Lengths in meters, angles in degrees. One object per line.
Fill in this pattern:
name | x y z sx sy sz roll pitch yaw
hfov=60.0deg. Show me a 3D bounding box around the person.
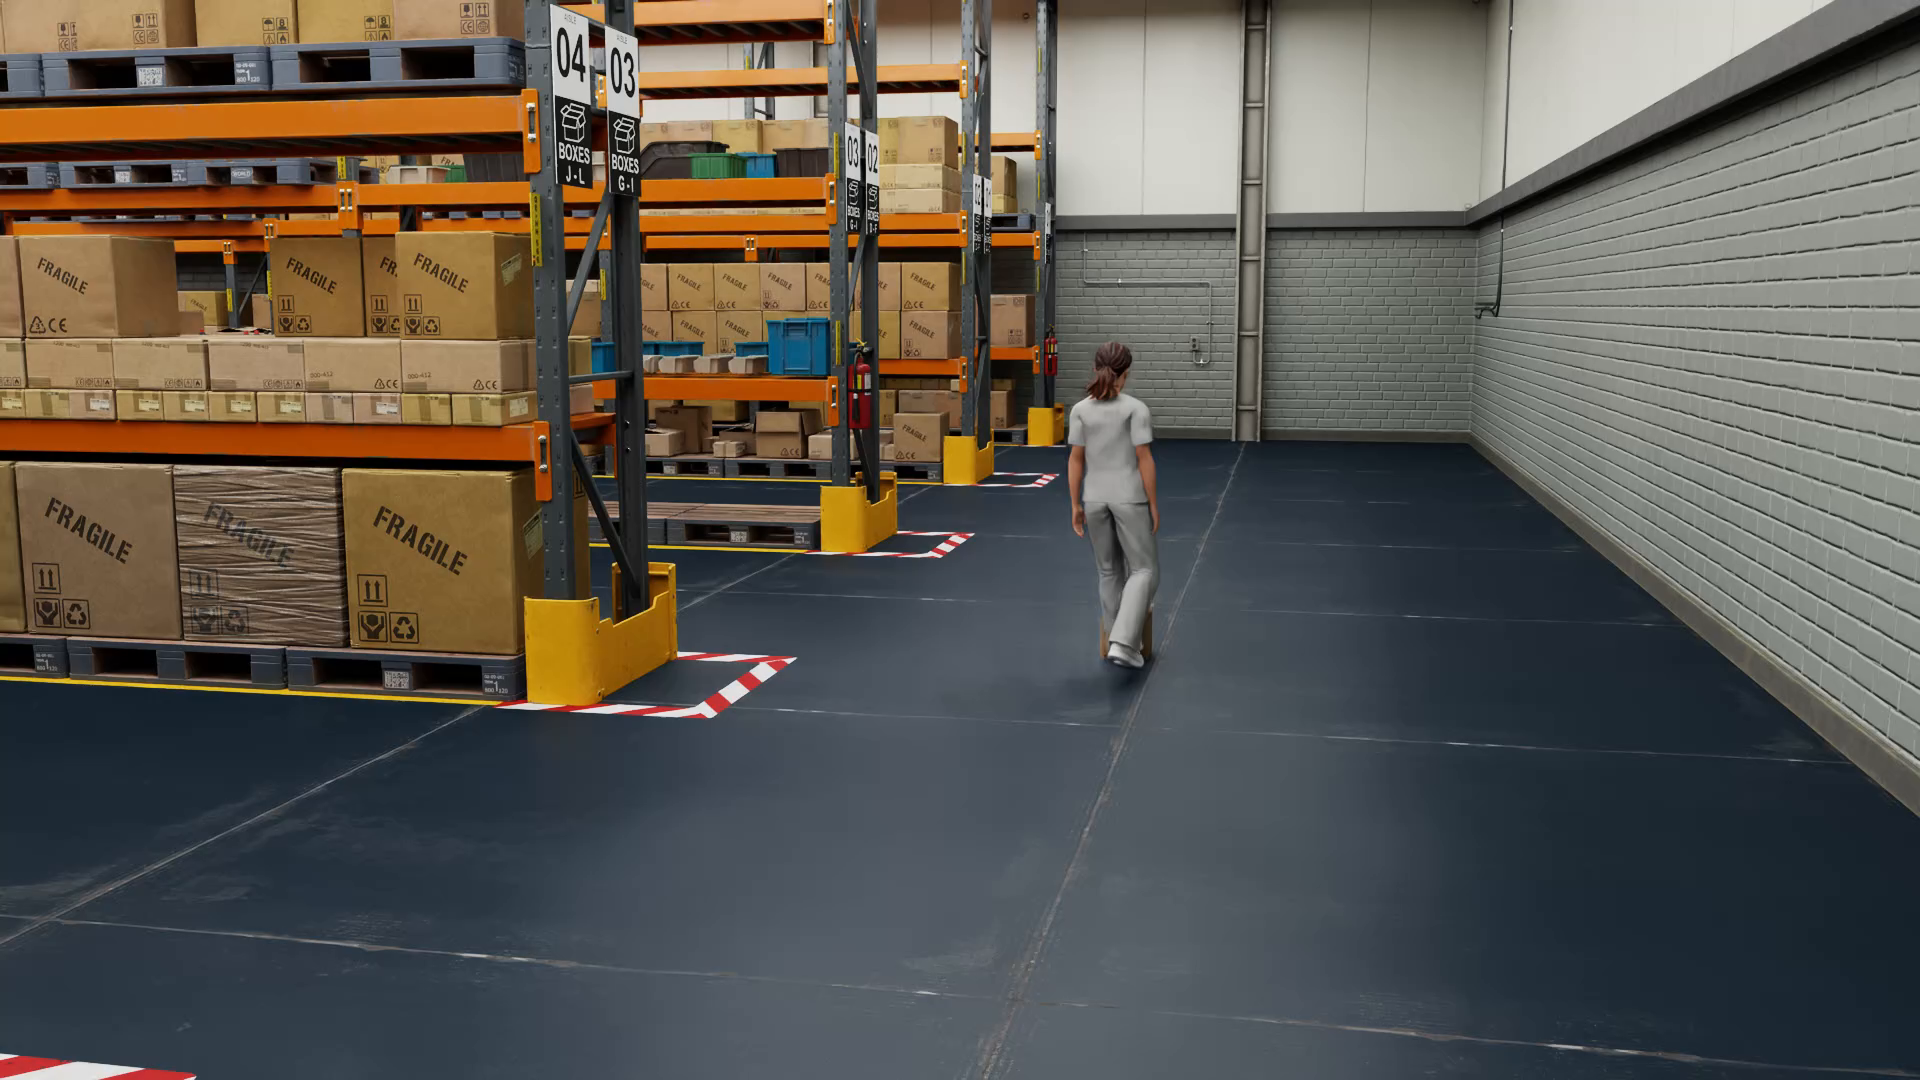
person | 0.808 -0.172 8.426 0.460 1.665 0.700 4 9 27
